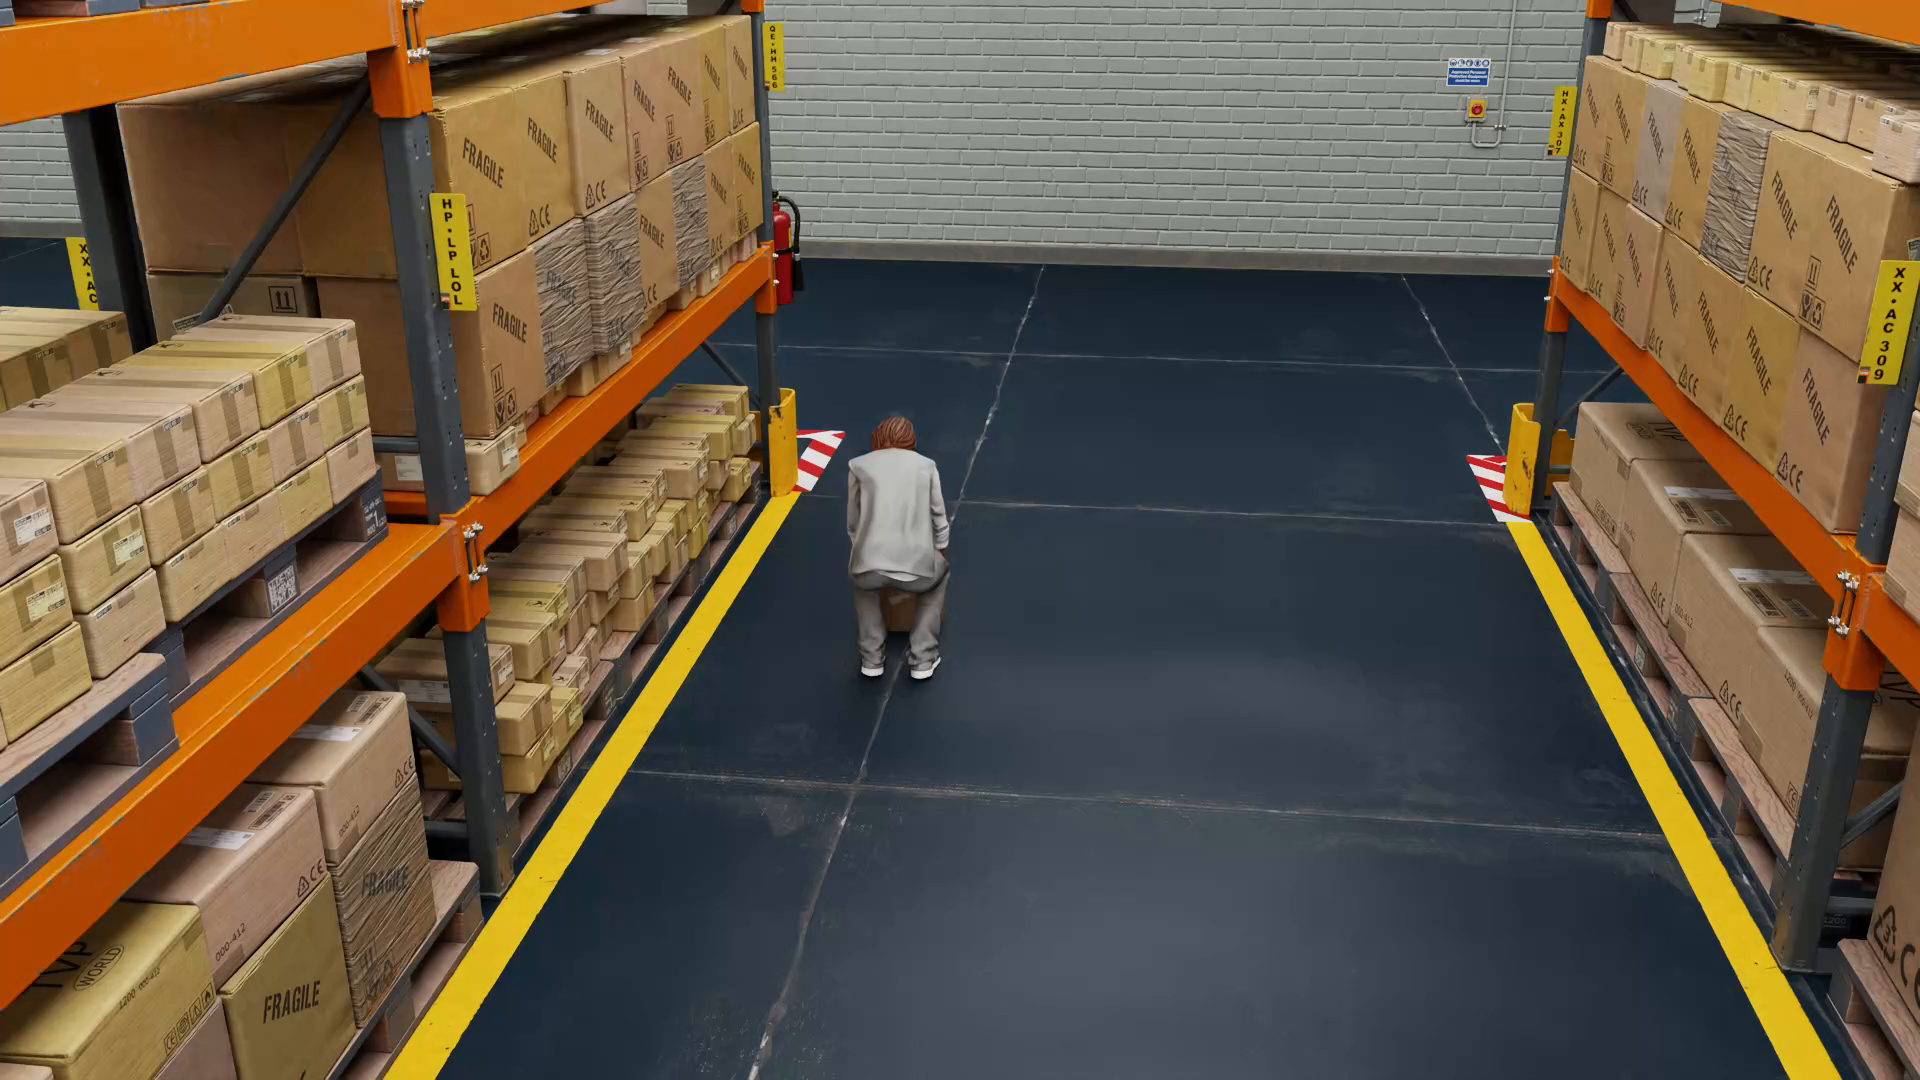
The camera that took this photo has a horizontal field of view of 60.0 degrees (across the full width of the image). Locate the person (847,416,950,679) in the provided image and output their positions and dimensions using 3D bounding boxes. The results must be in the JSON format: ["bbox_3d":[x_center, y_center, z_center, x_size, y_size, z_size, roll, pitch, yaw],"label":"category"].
[{"bbox_3d":[-0.272,0.053,6.833,0.453,0.963,0.780,2,22,5],"label":"person"}]
